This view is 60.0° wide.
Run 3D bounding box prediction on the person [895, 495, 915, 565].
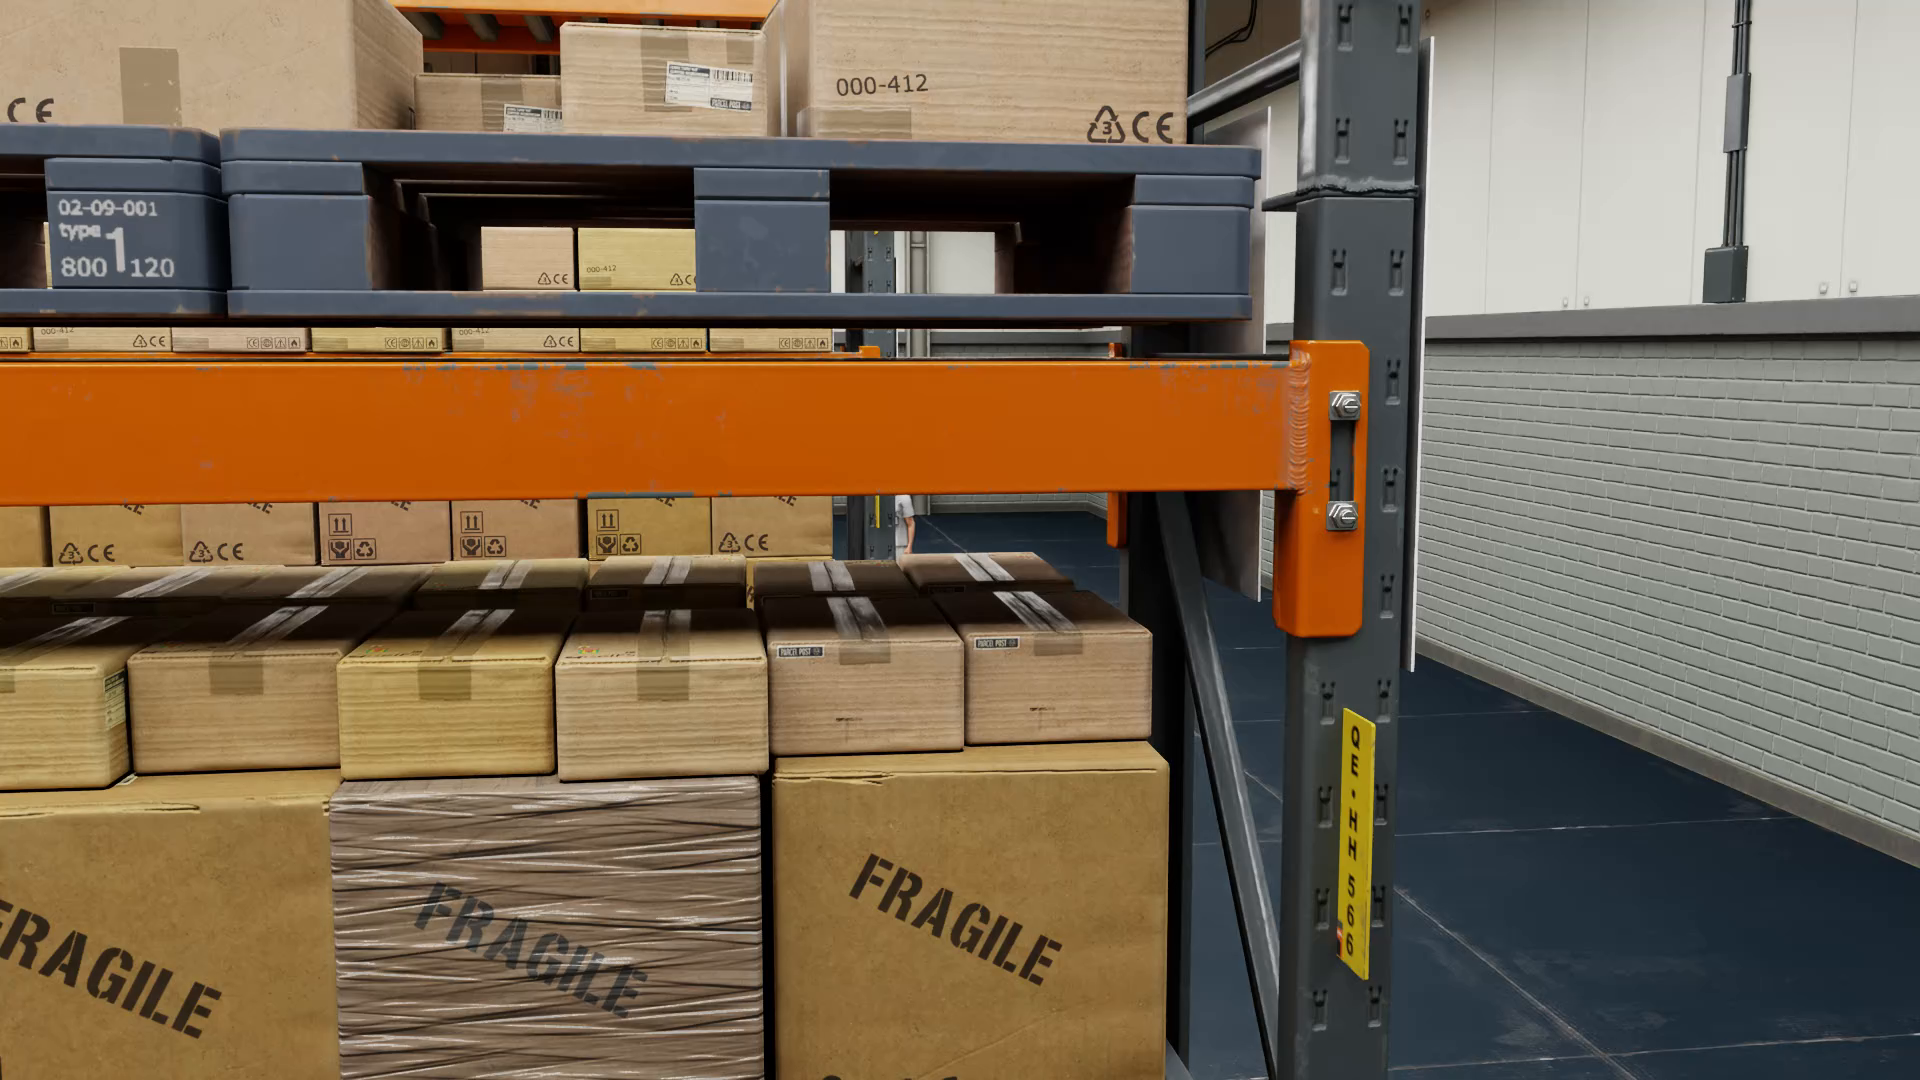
[{"bbox_3d":[-0.692,0.083,16.608,0.508,1.668,0.355,3,7,26],"label":"person"}]
